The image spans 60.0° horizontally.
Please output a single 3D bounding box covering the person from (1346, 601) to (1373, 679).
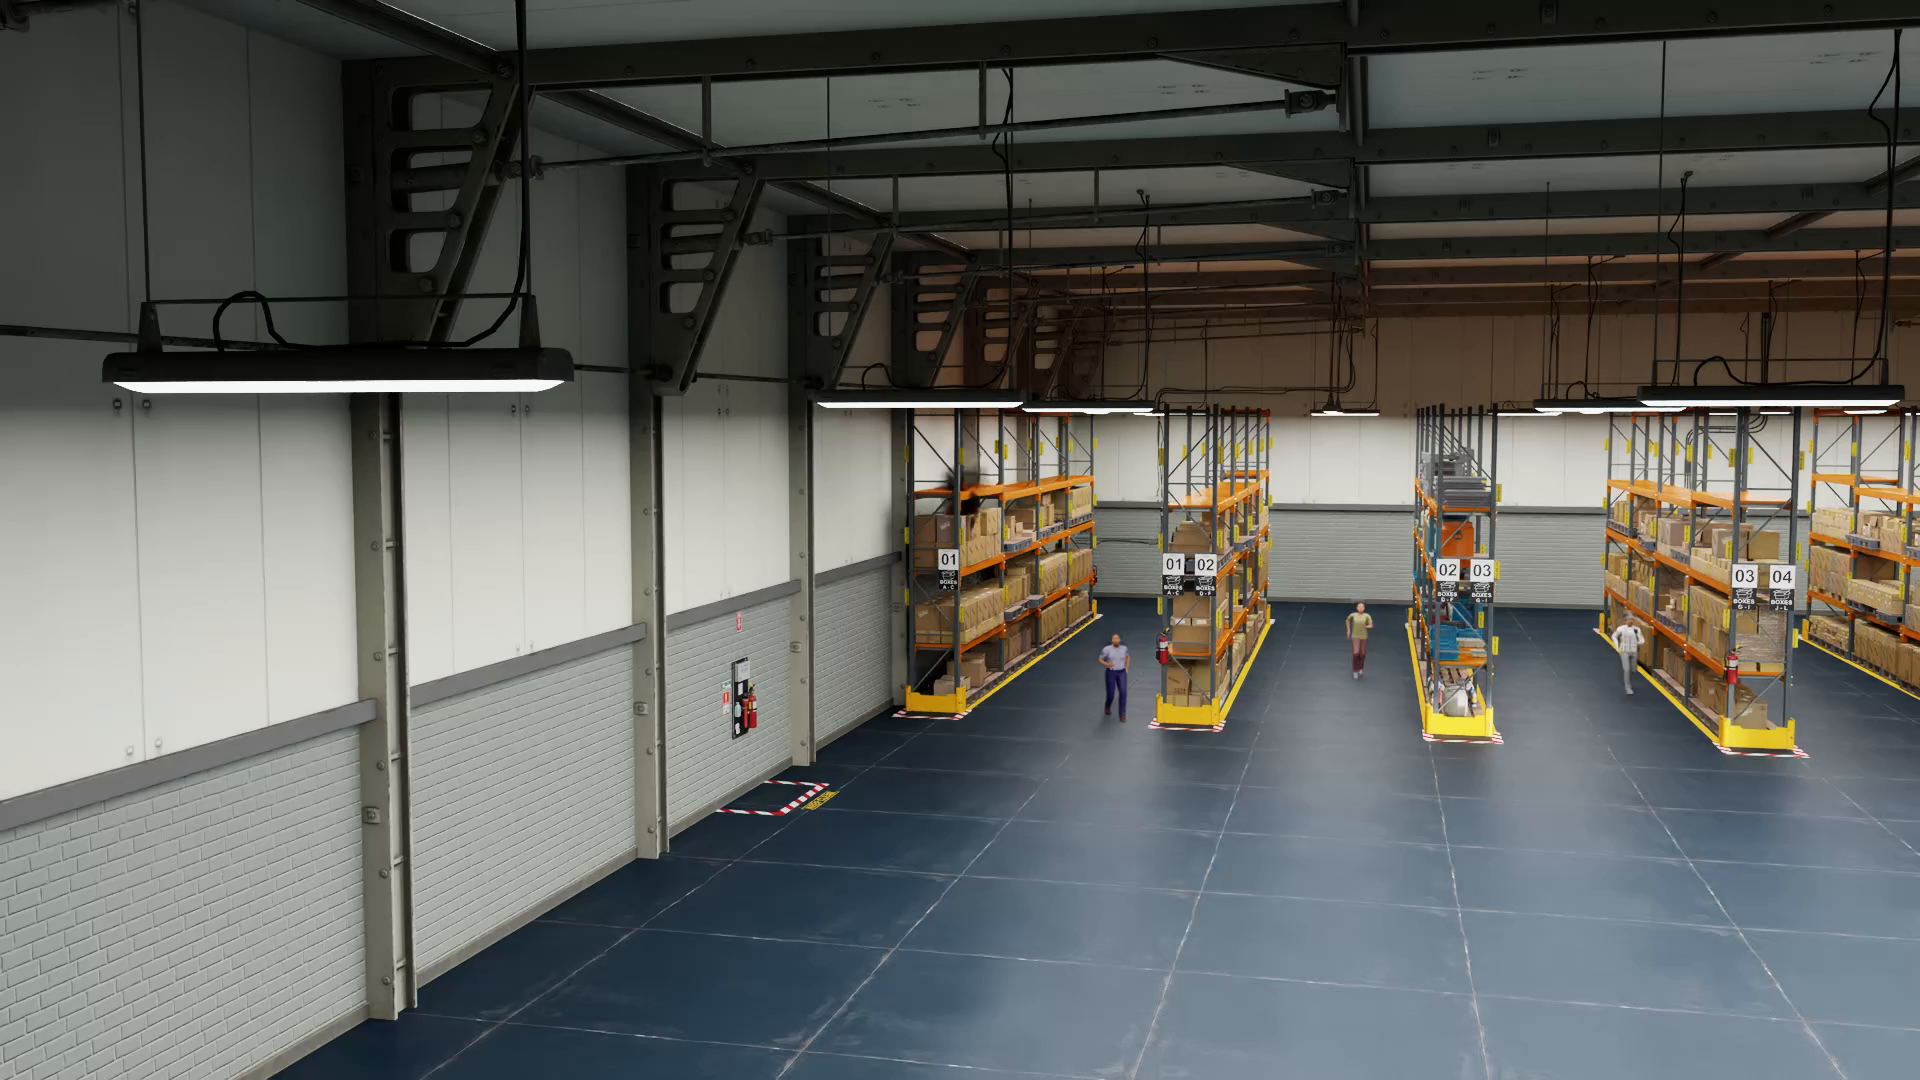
[{"bbox_3d":[8.844,2.211,36.788,0.543,1.720,0.723,0,4,5],"label":"person"}]

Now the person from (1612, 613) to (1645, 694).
[{"bbox_3d":[13.975,2.342,34.760,0.622,1.670,0.896,1,4,9],"label":"person"}]

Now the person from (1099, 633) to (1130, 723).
[{"bbox_3d":[2.947,2.609,31.652,0.612,1.683,0.783,0,4,-3],"label":"person"}]
